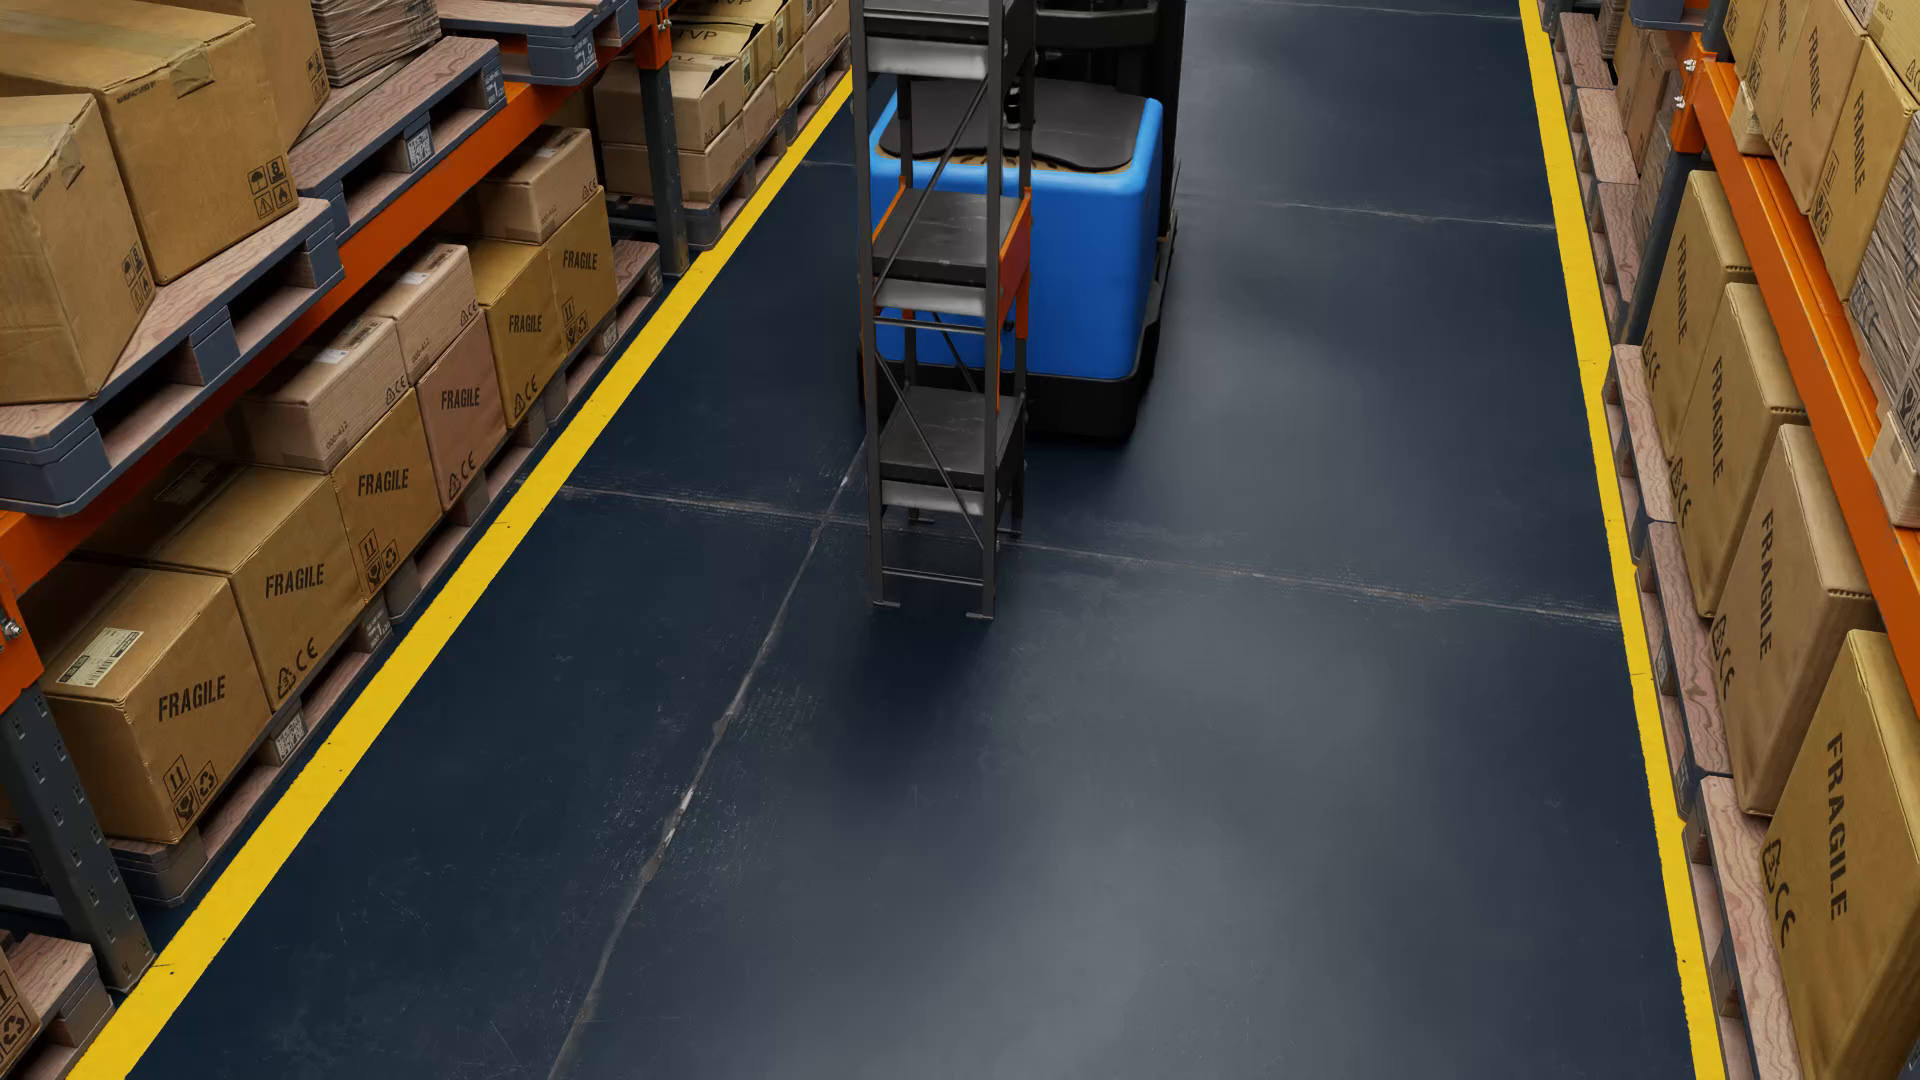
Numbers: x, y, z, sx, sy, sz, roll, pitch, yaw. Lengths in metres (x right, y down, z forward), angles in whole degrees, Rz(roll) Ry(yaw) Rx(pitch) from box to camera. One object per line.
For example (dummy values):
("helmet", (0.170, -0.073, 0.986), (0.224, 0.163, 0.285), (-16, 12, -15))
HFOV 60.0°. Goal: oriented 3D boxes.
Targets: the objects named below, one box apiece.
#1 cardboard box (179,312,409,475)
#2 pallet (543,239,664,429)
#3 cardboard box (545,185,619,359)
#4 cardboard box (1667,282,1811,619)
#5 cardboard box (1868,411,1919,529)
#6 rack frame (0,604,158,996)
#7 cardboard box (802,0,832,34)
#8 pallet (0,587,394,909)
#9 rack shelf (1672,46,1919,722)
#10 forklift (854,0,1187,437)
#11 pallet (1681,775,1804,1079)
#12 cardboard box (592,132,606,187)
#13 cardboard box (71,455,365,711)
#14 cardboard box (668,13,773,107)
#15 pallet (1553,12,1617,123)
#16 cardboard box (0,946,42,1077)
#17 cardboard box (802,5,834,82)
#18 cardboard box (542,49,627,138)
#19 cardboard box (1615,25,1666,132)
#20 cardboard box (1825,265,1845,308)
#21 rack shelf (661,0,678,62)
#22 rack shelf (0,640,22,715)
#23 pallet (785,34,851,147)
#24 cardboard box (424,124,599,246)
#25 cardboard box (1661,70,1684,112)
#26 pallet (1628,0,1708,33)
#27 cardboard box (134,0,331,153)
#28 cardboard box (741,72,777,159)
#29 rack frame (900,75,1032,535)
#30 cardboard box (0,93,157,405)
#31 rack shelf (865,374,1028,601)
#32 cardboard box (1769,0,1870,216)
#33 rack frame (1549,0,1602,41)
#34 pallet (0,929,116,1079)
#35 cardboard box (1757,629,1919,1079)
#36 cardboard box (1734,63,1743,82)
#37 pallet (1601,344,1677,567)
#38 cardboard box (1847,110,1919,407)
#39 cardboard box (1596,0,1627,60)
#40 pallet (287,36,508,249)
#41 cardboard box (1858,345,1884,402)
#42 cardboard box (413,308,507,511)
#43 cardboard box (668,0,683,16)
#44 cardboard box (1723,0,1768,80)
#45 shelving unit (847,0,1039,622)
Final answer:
("cardboard box", (-2.006, -0.459, 4.943), (0.500, 0.250, 0.500), (7, 37, 10))
("pallet", (-1.903, -0.910, 6.826), (1.003, 0.211, 1.213), (7, 37, 10))
("cardboard box", (-1.677, -1.063, 6.415), (0.500, 0.500, 0.500), (9, 37, 12))
("cardboard box", (2.655, -0.237, 4.994), (0.750, 0.750, 0.750), (7, 37, 10))
("cardboard box", (2.204, -0.135, 3.578), (0.380, 0.149, 0.250), (7, 37, 10))
("rack frame", (-2.561, -0.169, 3.427), (1.000, 3.000, 0.127), (7, 37, 10))
("cardboard box", (-0.984, -2.899, 8.701), (0.500, 0.311, 0.500), (7, 36, 9))
("pallet", (-2.424, 0.489, 4.896), (1.003, 0.211, 1.213), (7, 37, 10))
("rack shelf", (2.706, -0.406, 4.367), (1.077, 0.370, 4.000), (7, 37, 10))
("forklift", (0.385, -2.426, 6.600), (1.130, 2.935, 3.031), (6, 36, 8))
("pallet", (2.370, 1.127, 4.015), (1.003, 0.211, 1.213), (7, 37, 10))
("cardboard box", (-1.833, -1.851, 7.733), (0.500, 0.250, 0.500), (8, 37, 11))
("cardboard box", (-2.117, 0.111, 4.796), (0.500, 0.500, 0.500), (8, 37, 11))
("cardboard box", (-1.204, -2.312, 7.891), (0.500, 0.311, 0.500), (6, 36, 9))
("pallet", (3.823, -2.561, 9.104), (1.003, 0.211, 1.213), (7, 37, 10))
("cardboard box", (-2.406, 1.027, 3.532), (0.500, 0.500, 0.500), (7, 37, 10))
("cardboard box", (-0.987, -2.663, 8.854), (0.500, 0.250, 0.500), (8, 37, 11))
("cardboard box", (-1.836, -2.077, 7.567), (0.500, 0.311, 0.500), (8, 37, 11))
("cardboard box", (3.637, -2.289, 8.107), (0.700, 0.500, 0.500), (8, 37, 10))
("cardboard box", (2.520, -0.709, 4.370), (0.380, 0.149, 0.250), (8, 37, 10))
("rack shelf", (-1.280, -3.318, 8.384), (1.077, 0.370, 4.000), (7, 37, 10))
("rack shelf", (-2.988, 1.269, 2.056), (1.077, 0.370, 4.000), (7, 37, 10))
("pallet", (-1.230, -2.498, 9.016), (1.003, 0.211, 1.213), (7, 37, 10))
("cardboard box", (-1.685, -1.334, 6.150), (0.500, 0.250, 0.500), (9, 37, 12))
("cardboard box", (3.460, -1.710, 7.308), (0.700, 0.500, 0.500), (7, 37, 10))
("pallet", (3.181, -2.188, 6.376), (1.213, 0.211, 1.003), (7, 37, 10))
("cardboard box", (-2.244, -1.400, 4.683), (0.700, 0.500, 0.500), (-1, 36, -2))
("cardboard box", (-1.202, -2.071, 8.036), (0.500, 0.250, 0.500), (6, 36, 9))
("rack frame", (0.017, -0.895, 5.196), (0.400, 2.100, 0.015), (7, 37, 10))
("cardboard box", (-2.242, -0.623, 3.611), (0.700, 0.500, 0.500), (-4, 36, -6))
("rack shelf", (-0.035, -0.177, 5.422), (0.431, 0.518, 0.480), (7, 37, 10))
("cardboard box", (2.552, -1.183, 4.470), (0.500, 0.500, 0.500), (7, 37, 10))
("rack frame", (3.988, -4.137, 8.902), (1.000, 3.000, 0.127), (7, 37, 10))
("pallet", (-2.709, 1.354, 3.703), (1.003, 0.211, 1.213), (7, 37, 10))
("cardboard box", (2.291, 0.761, 3.618), (0.750, 0.750, 0.750), (8, 37, 11))
("cardboard box", (2.837, -1.590, 5.585), (0.380, 0.149, 0.250), (7, 36, 9))
("pallet", (2.891, -0.272, 5.945), (1.003, 0.211, 1.213), (7, 37, 10))
("cardboard box", (2.346, -0.596, 3.661), (0.500, 0.500, 0.500), (7, 37, 10))
("cardboard box", (3.847, -2.879, 8.921), (0.700, 0.500, 0.500), (9, 37, 12))
("pallet", (-2.118, -1.269, 5.109), (1.003, 0.211, 1.213), (7, 37, 10))
("cardboard box", (2.389, -0.409, 3.955), (0.380, 0.149, 0.250), (6, 36, 9))
("cardboard box", (-1.894, -0.464, 5.590), (0.500, 0.500, 0.500), (6, 36, 8))
("cardboard box", (-1.620, -2.665, 8.378), (0.500, 0.311, 0.500), (7, 37, 10))
("cardboard box", (2.780, -1.766, 5.275), (0.500, 0.500, 0.500), (8, 37, 11))
("shelving unit", (-0.035, -0.755, 5.003), (0.431, 2.100, 0.503), (7, 37, 10))
